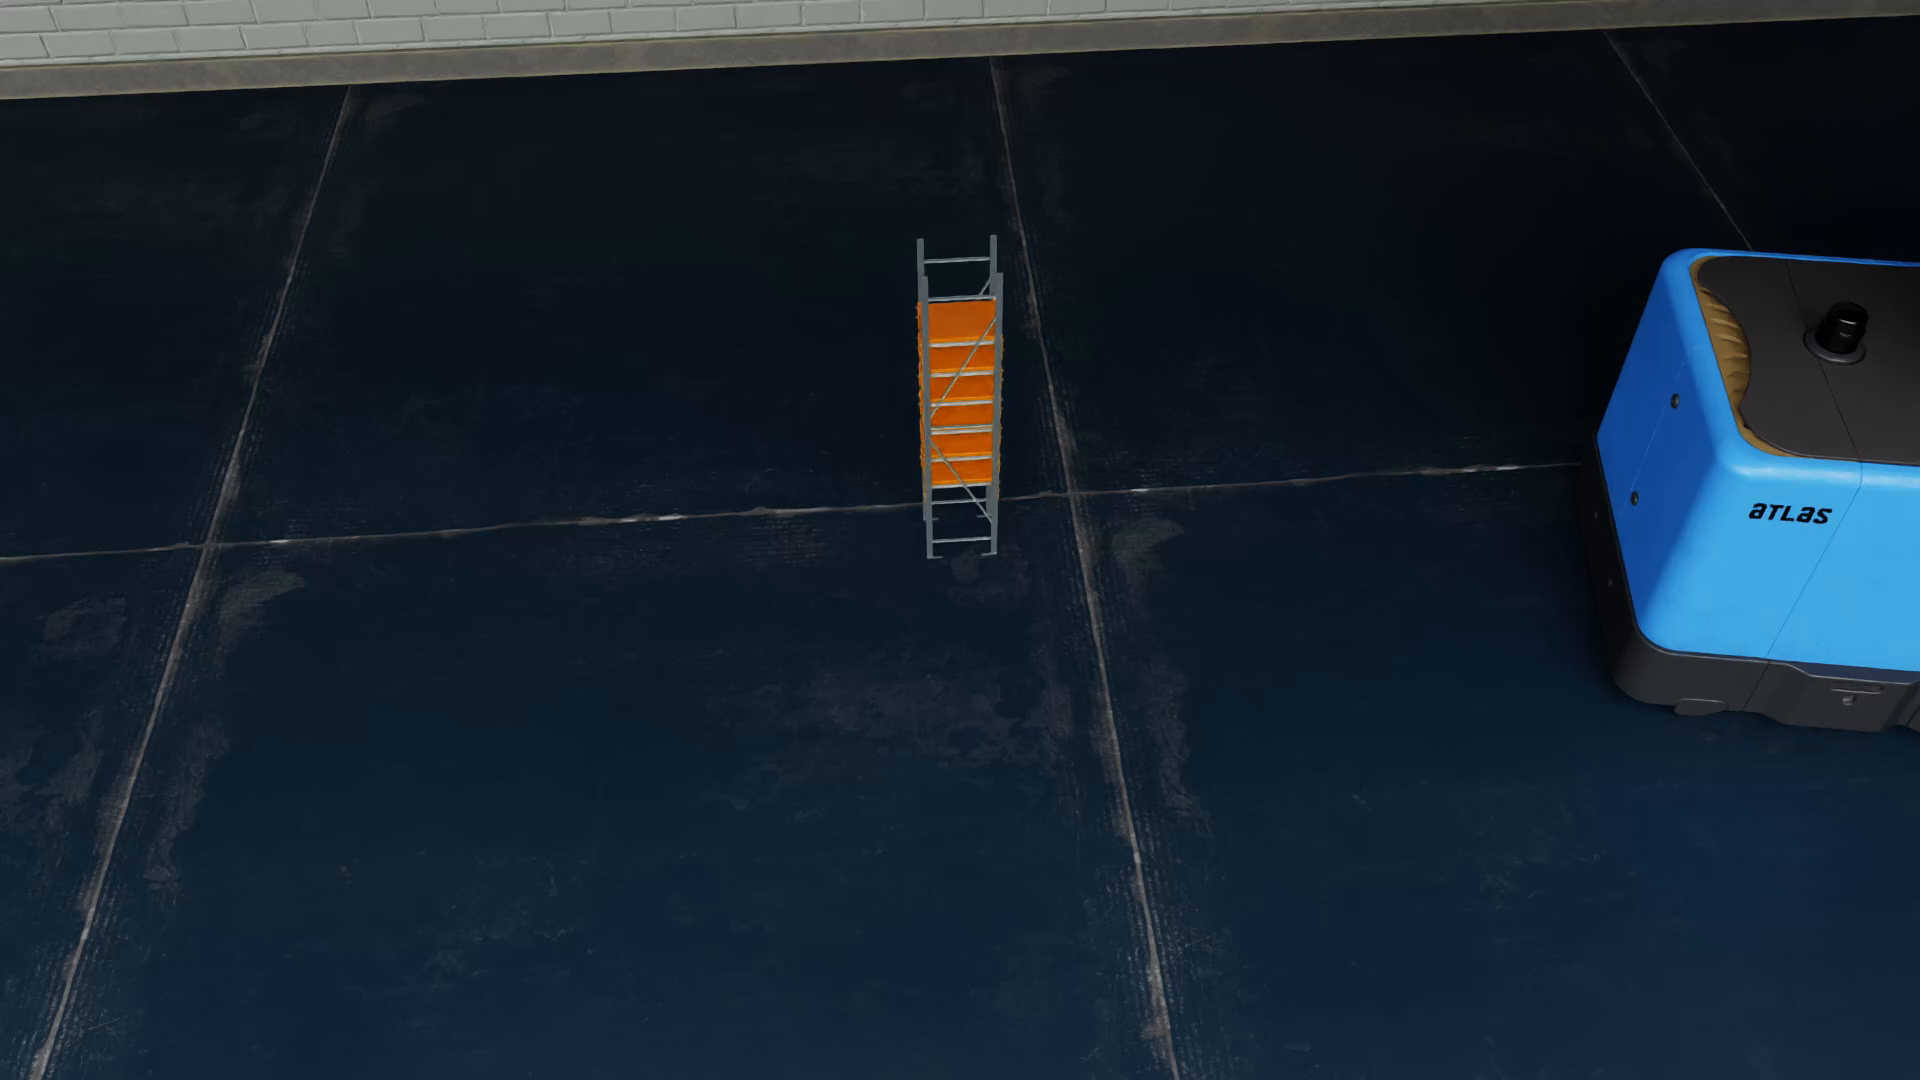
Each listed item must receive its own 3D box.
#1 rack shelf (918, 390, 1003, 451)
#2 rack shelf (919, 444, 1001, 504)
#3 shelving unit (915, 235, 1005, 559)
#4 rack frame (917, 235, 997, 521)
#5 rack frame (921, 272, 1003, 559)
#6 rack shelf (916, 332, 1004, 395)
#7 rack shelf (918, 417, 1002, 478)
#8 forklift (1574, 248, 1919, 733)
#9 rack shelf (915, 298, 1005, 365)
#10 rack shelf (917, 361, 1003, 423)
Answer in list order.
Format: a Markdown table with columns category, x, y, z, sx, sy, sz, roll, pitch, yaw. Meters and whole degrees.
| category | x | y | z | sx | sy | sz | roll | pitch | yaw |
| --- | --- | --- | --- | --- | --- | --- | --- | --- | --- |
| rack shelf | -0.001 | -0.392 | 5.357 | 0.258 | 0.103 | 0.180 | -3 | 47 | -3 |
| rack shelf | -0.001 | -0.227 | 5.531 | 0.258 | 0.103 | 0.180 | -3 | 47 | -3 |
| shelving unit | -0.001 | -0.423 | 5.324 | 0.258 | 1.200 | 0.189 | -3 | 47 | -3 |
| rack frame | -0.009 | -0.489 | 5.387 | 0.240 | 1.200 | 0.006 | -3 | 47 | -3 |
| rack frame | 0.006 | -0.357 | 5.262 | 0.240 | 1.200 | 0.006 | -3 | 47 | -3 |
| rack shelf | -0.001 | -0.558 | 5.182 | 0.258 | 0.103 | 0.180 | -3 | 47 | -3 |
| rack shelf | -0.001 | -0.310 | 5.444 | 0.258 | 0.103 | 0.180 | -3 | 47 | -3 |
| forklift | 3.608 | -0.713 | 4.407 | 3.031 | 2.935 | 1.130 | 5 | 47 | 4 |
| rack shelf | -0.001 | -0.640 | 5.095 | 0.258 | 0.103 | 0.180 | -3 | 47 | -3 |
| rack shelf | -0.001 | -0.475 | 5.269 | 0.258 | 0.103 | 0.180 | -3 | 47 | -3 |
